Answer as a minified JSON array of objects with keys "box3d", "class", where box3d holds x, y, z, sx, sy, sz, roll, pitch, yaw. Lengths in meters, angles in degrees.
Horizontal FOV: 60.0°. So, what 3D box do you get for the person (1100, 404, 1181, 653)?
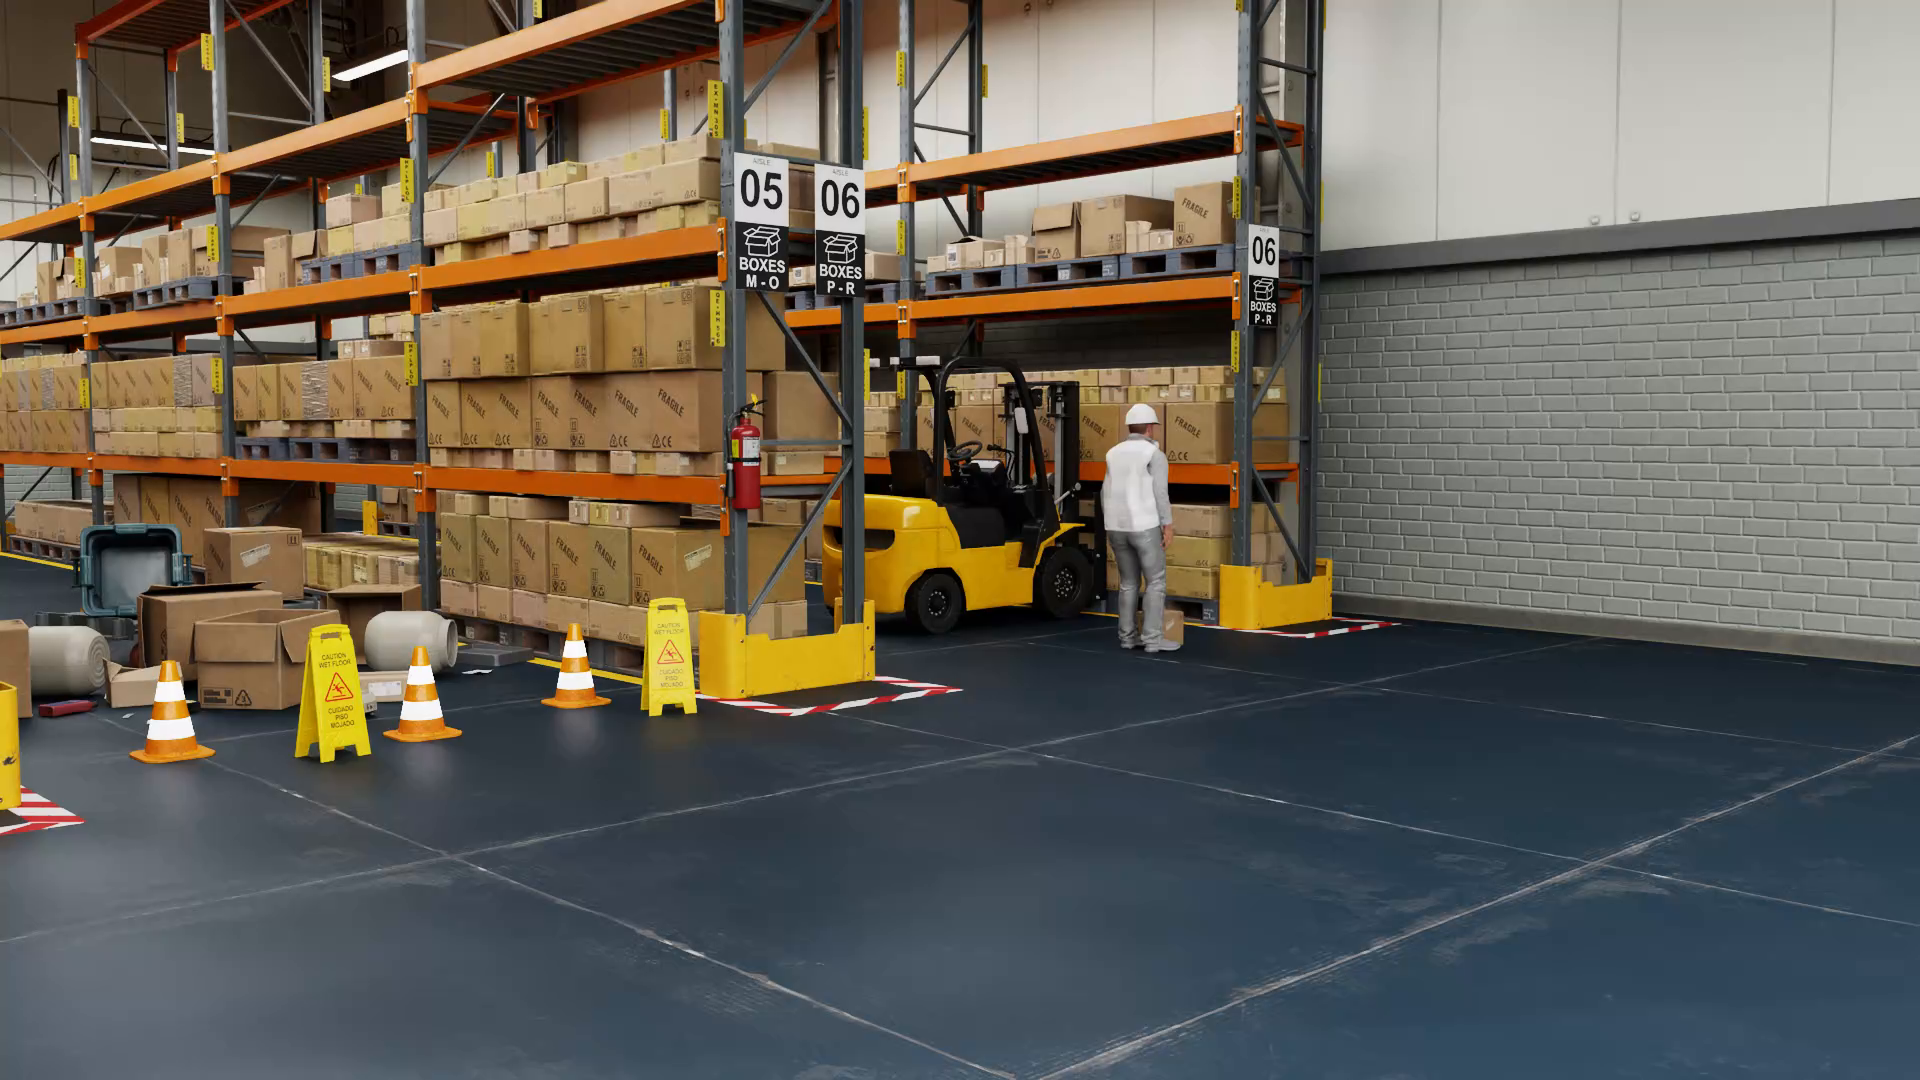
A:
[{"box3d":[1.284,-0.095,11.982,0.579,1.769,0.475,4,5,43],"class":"person"}]
